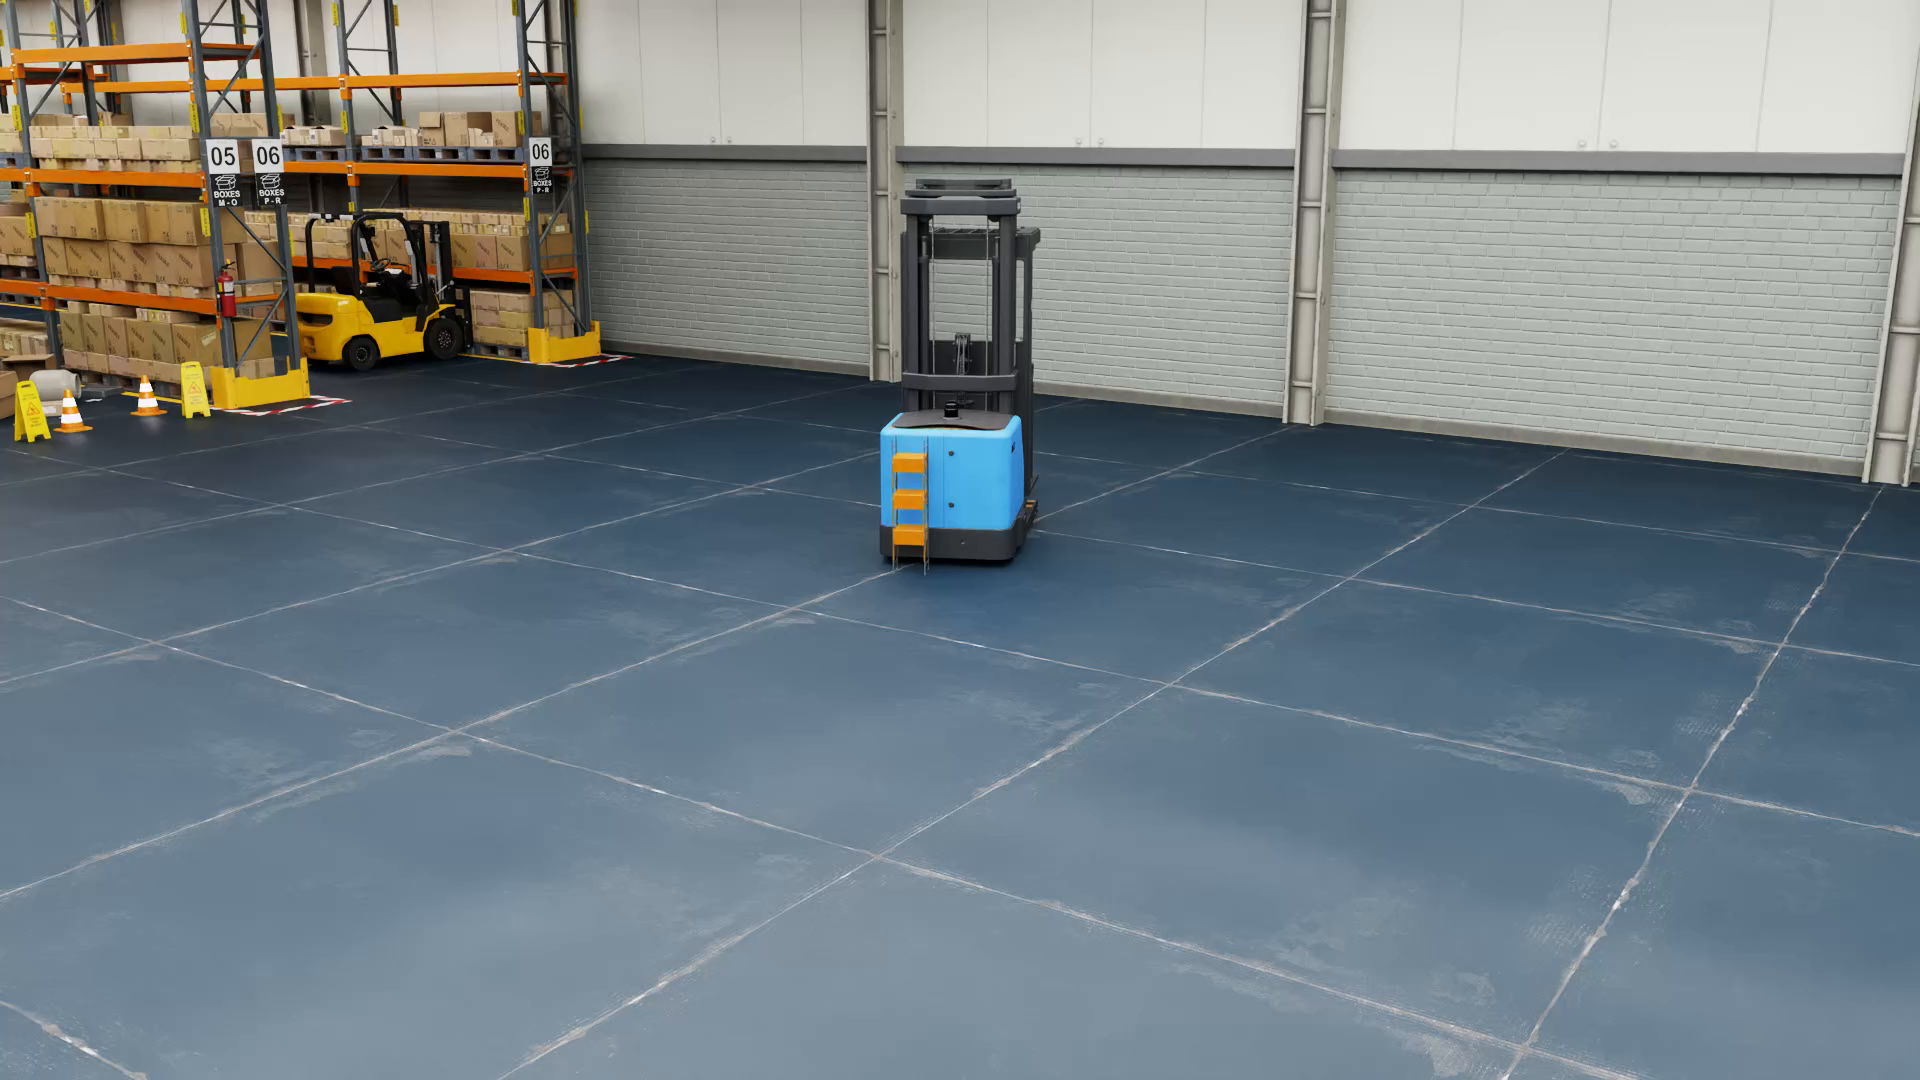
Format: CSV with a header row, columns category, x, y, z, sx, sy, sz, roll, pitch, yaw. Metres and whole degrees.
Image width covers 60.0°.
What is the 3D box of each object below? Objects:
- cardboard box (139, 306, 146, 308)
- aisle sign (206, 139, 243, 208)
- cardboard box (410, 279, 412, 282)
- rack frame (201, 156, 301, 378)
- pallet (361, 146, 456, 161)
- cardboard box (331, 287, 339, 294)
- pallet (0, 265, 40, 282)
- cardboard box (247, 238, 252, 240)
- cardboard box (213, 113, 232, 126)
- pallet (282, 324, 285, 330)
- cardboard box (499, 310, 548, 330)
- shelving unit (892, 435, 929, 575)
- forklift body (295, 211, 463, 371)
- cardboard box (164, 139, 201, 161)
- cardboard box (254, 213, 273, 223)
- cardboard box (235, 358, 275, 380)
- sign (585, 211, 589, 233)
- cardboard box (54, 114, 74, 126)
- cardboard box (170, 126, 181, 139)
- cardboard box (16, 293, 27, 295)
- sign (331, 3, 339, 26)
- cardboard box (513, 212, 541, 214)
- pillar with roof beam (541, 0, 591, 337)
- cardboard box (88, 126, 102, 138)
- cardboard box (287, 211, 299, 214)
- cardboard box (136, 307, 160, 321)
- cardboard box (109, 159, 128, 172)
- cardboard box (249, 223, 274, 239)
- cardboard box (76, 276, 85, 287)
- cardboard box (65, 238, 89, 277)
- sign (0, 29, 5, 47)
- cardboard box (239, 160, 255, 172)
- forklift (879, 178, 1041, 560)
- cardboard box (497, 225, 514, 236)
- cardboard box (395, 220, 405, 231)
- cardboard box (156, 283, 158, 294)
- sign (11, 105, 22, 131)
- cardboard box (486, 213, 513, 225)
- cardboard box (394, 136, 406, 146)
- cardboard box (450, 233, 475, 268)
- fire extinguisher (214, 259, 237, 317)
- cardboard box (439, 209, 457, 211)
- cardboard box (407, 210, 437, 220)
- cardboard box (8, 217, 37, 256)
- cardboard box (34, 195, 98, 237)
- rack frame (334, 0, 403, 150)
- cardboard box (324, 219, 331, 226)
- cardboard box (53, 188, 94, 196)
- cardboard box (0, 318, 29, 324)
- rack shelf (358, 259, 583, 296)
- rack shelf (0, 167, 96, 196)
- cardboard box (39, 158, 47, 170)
category,x,y,z,sx,sy,sz,roll,pitch,yaw
cardboard box,-11.331,-2.917,22.651,0.500,0.500,0.500,9,16,32
aisle sign,-8.763,-4.369,19.819,0.004,0.787,0.394,9,17,33
cardboard box,-8.688,-4.027,26.614,0.500,0.250,0.500,10,17,34
rack frame,-8.652,-3.173,20.398,0.127,3.000,1.000,9,17,33
pallet,-8.482,-6.003,25.774,1.213,0.211,1.003,9,17,33
cardboard box,-9.643,-3.818,27.074,0.625,0.625,0.875,10,17,35
pallet,-12.524,-3.748,23.119,1.213,0.211,1.003,9,17,33
cardboard box,-11.877,-4.986,28.037,0.500,0.250,0.500,9,16,32
cardboard box,-12.058,-6.847,27.709,0.500,0.500,0.500,9,17,33
pallet,-11.862,-3.764,28.590,1.213,0.211,1.003,9,17,33
cardboard box,-6.463,-3.278,24.630,0.500,0.250,0.500,9,16,32
shelving unit,-0.378,-0.266,12.713,0.252,1.050,0.215,2,14,7
forklift body,-8.477,-3.642,24.058,1.214,2.155,2.313,9,17,33
cardboard box,-9.227,-4.715,20.080,0.500,0.250,0.500,9,16,32
cardboard box,-11.524,-5.373,27.727,0.250,0.149,0.380,9,17,33
cardboard box,-9.167,-2.205,21.338,0.500,0.250,0.500,9,17,32
sign,-5.570,-4.732,24.729,0.005,0.325,0.100,9,17,33
cardboard box,-12.652,-5.762,23.014,0.500,0.250,0.500,9,16,32
cardboard box,-9.290,-4.923,20.088,0.250,0.149,0.380,10,17,34
cardboard box,-18.019,-5.076,32.414,0.500,0.500,0.700,10,17,35
sign,-9.497,-7.994,25.279,0.005,0.325,0.100,9,17,33
cardboard box,-6.470,-4.833,24.927,0.250,0.149,0.380,10,17,34
pillar with roof beam,-8.362,-6.490,21.313,0.400,9.000,9.100,9,17,33
cardboard box,-10.781,-5.159,21.044,0.250,0.149,0.380,9,16,32
cardboard box,-11.264,-5.467,28.107,0.250,0.149,0.380,9,17,32
cardboard box,-10.229,-2.882,21.162,0.250,0.149,0.380,10,17,35
cardboard box,-10.404,-4.696,20.832,0.250,0.149,0.380,9,16,32
cardboard box,-11.452,-5.156,27.683,0.500,0.250,0.500,9,16,31
cardboard box,-11.413,-3.428,21.952,0.250,0.149,0.380,9,17,33
cardboard box,-11.332,-3.725,21.801,0.500,0.500,0.500,9,17,33
sign,-18.835,-9.859,32.650,0.005,0.325,0.100,9,17,33
cardboard box,-8.746,-4.616,20.509,0.250,0.149,0.380,9,17,33
forklift,0.089,-1.571,14.071,1.130,2.935,3.031,2,14,8
cardboard box,-6.558,-4.545,24.385,0.250,0.149,0.380,9,17,34
cardboard box,-8.476,-4.856,25.640,0.250,0.149,0.380,10,17,34
cardboard box,-9.919,-3.200,21.030,0.250,0.149,0.380,9,17,34
sign,-12.278,-5.496,21.646,0.005,0.325,0.100,9,17,33
cardboard box,-6.754,-4.733,24.525,0.250,0.149,0.380,10,17,34
cardboard box,-8.364,-6.062,25.268,0.250,0.149,0.380,10,17,34
cardboard box,-7.291,-4.365,25.007,0.500,0.500,0.500,9,16,32
fire extinguisher,-8.814,-3.028,19.974,0.183,0.674,0.296,9,17,33
cardboard box,-7.912,-5.090,25.966,0.250,0.149,0.380,9,16,32
cardboard box,-8.234,-4.972,25.487,0.250,0.149,0.380,9,16,32
cardboard box,-12.483,-4.122,22.532,0.500,0.500,0.500,9,16,32
cardboard box,-11.727,-4.285,21.984,0.500,0.500,0.700,9,17,32
rack frame,-9.204,-7.612,25.844,0.127,3.000,1.000,9,17,33
cardboard box,-10.009,-5.139,26.782,0.250,0.149,0.380,9,17,33
cardboard box,-16.929,-6.461,31.813,0.500,0.500,0.500,9,16,31
cardboard box,-14.210,-2.999,24.290,0.625,0.372,0.950,9,16,32
rack shelf,-7.545,-4.082,25.568,4.000,0.370,1.077,9,17,33
rack shelf,-13.631,-5.084,23.375,4.000,0.370,1.077,9,17,33
cardboard box,-11.848,-4.952,21.865,0.250,0.149,0.380,9,16,32
